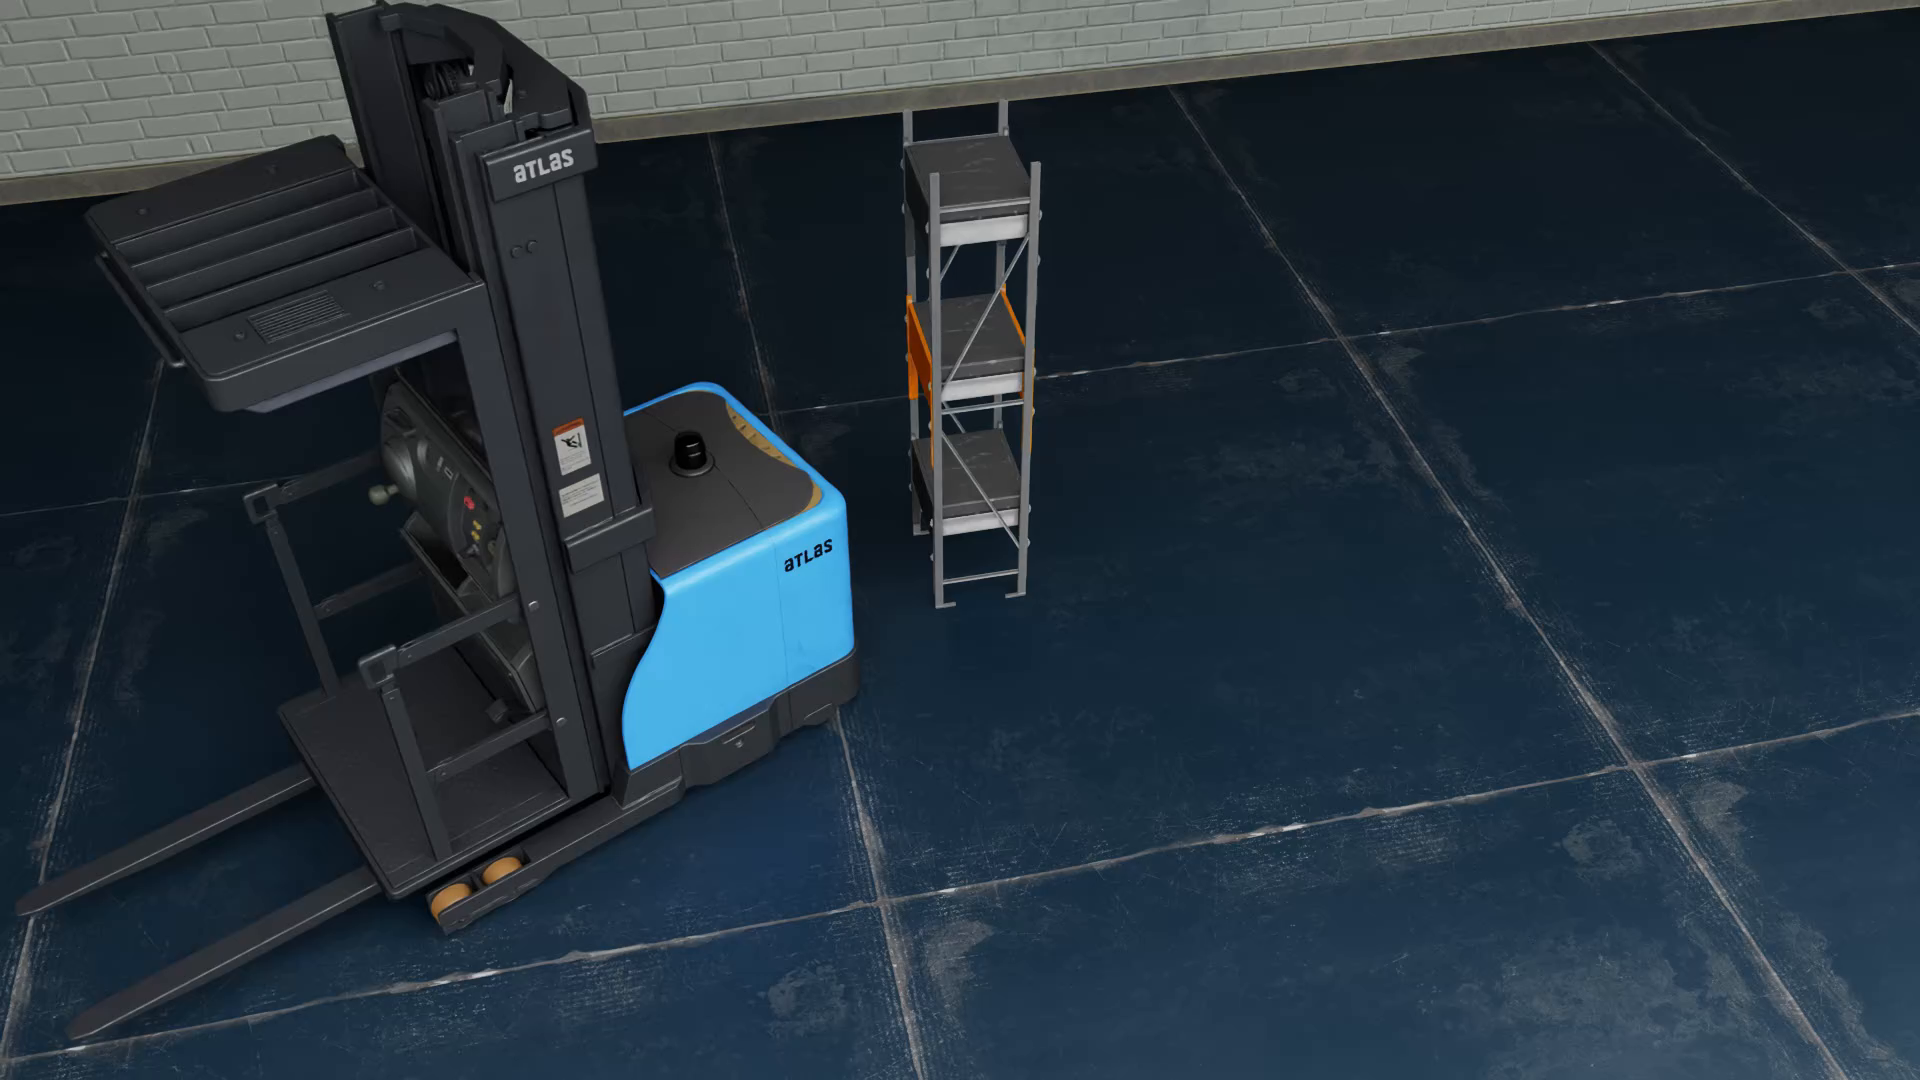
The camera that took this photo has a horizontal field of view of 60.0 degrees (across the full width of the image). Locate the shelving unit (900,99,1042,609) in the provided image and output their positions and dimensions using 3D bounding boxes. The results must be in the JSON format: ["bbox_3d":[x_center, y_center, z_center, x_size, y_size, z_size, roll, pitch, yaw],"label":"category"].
[{"bbox_3d":[0.036,-0.678,6.714,0.431,2.100,0.503,-8,42,-9],"label":"shelving unit"}]

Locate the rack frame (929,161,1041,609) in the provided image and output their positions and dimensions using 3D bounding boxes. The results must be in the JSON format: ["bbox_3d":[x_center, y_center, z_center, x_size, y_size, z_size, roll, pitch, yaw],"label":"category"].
[{"bbox_3d":[0.088,-0.520,6.536,0.400,2.100,0.015,-8,42,-9],"label":"rack frame"}]

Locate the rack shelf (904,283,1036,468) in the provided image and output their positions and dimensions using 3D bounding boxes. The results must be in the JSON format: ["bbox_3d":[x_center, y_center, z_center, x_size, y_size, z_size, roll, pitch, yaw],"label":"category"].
[{"bbox_3d":[0.036,-0.668,6.723,0.431,0.518,0.480,-8,42,-9],"label":"rack shelf"}]

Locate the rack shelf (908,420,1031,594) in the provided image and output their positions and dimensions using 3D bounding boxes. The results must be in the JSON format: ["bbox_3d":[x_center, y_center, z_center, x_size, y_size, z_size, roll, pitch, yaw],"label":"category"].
[{"bbox_3d":[0.036,-0.144,7.188,0.431,0.518,0.480,-8,42,-9],"label":"rack shelf"}]

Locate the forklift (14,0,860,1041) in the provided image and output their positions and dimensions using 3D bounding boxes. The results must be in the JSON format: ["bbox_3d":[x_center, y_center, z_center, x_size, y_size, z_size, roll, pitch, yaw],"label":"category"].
[{"bbox_3d":[-1.881,-0.101,5.438,3.031,2.935,1.130,-27,48,-27],"label":"forklift"}]

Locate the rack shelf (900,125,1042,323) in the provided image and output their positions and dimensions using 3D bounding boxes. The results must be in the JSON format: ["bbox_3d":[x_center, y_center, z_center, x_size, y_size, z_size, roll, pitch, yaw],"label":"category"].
[{"bbox_3d":[0.036,-1.191,6.258,0.431,0.518,0.480,-8,42,-9],"label":"rack shelf"}]

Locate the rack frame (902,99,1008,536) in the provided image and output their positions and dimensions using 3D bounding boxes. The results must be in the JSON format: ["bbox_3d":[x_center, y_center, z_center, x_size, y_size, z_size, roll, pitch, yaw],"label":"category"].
[{"bbox_3d":[-0.017,-0.836,6.892,0.400,2.100,0.015,-8,42,-9],"label":"rack frame"}]
